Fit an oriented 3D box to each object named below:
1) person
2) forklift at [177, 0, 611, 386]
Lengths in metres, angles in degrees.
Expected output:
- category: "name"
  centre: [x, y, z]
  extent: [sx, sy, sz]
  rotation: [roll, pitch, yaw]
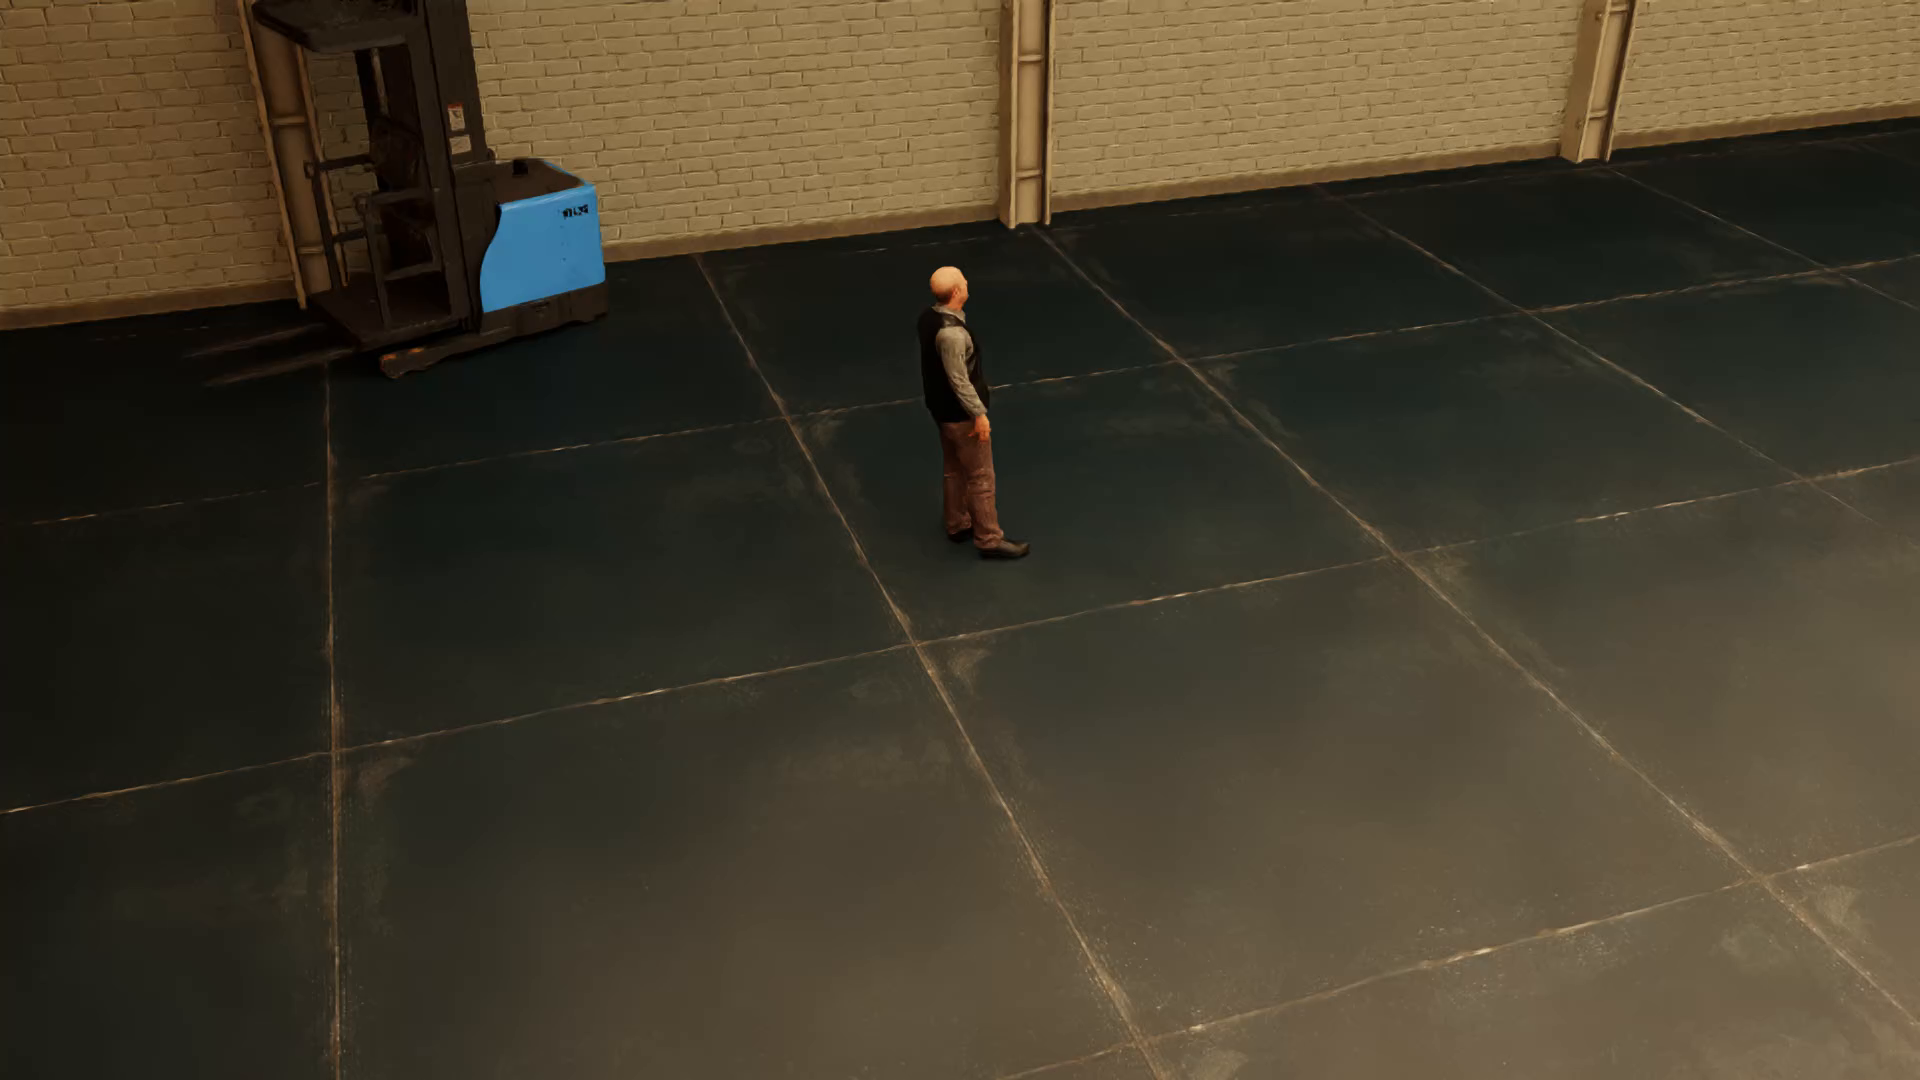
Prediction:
- category: "person"
  centre: [0.062, -0.759, 9.604]
  extent: [0.567, 1.720, 0.632]
  rotation: [-10, 31, -16]
- category: "forklift"
  centre: [-4.205, -2.744, 11.856]
  extent: [3.031, 2.935, 1.130]
  rotation: [-22, 36, -33]
